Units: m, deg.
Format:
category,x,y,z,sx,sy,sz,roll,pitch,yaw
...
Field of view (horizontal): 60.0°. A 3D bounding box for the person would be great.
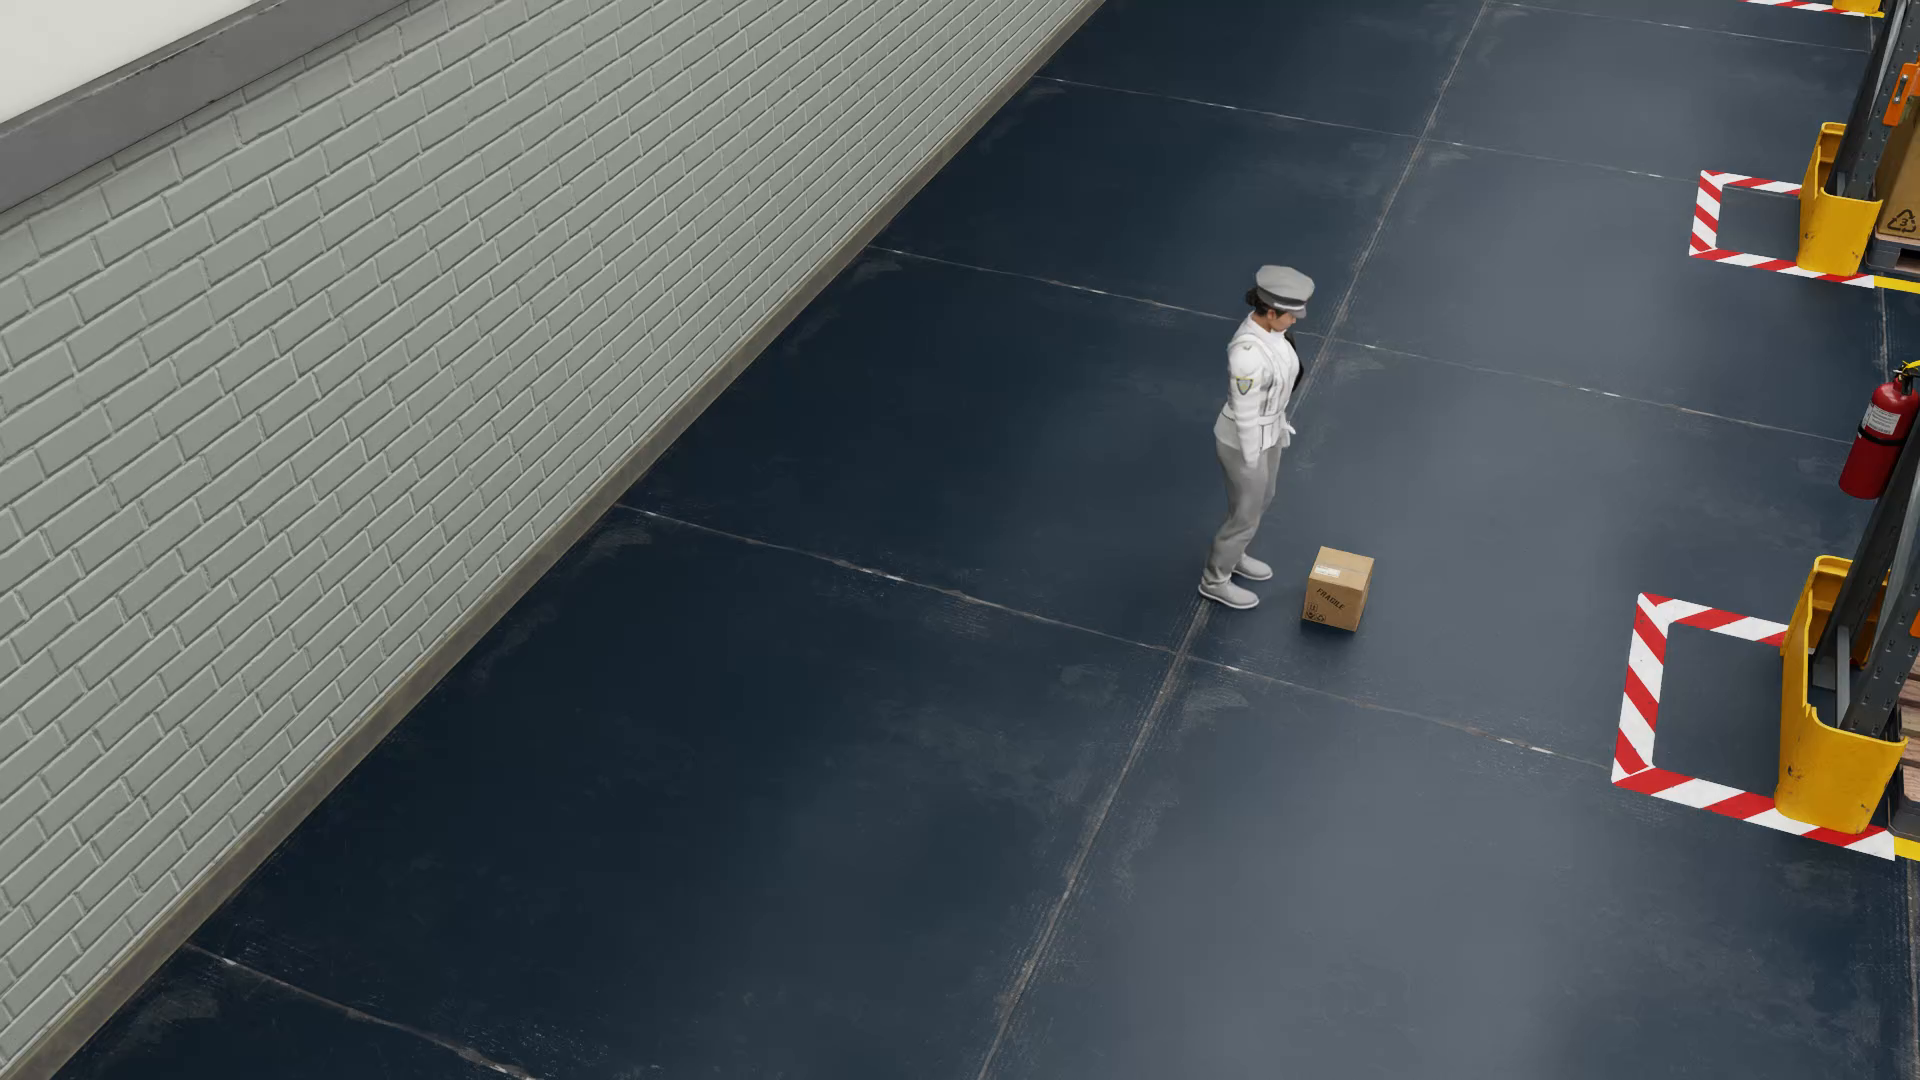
category,x,y,z,sx,sy,sz,roll,pitch,yaw
person,1.311,-0.456,7.418,0.338,1.659,0.477,15,40,18
